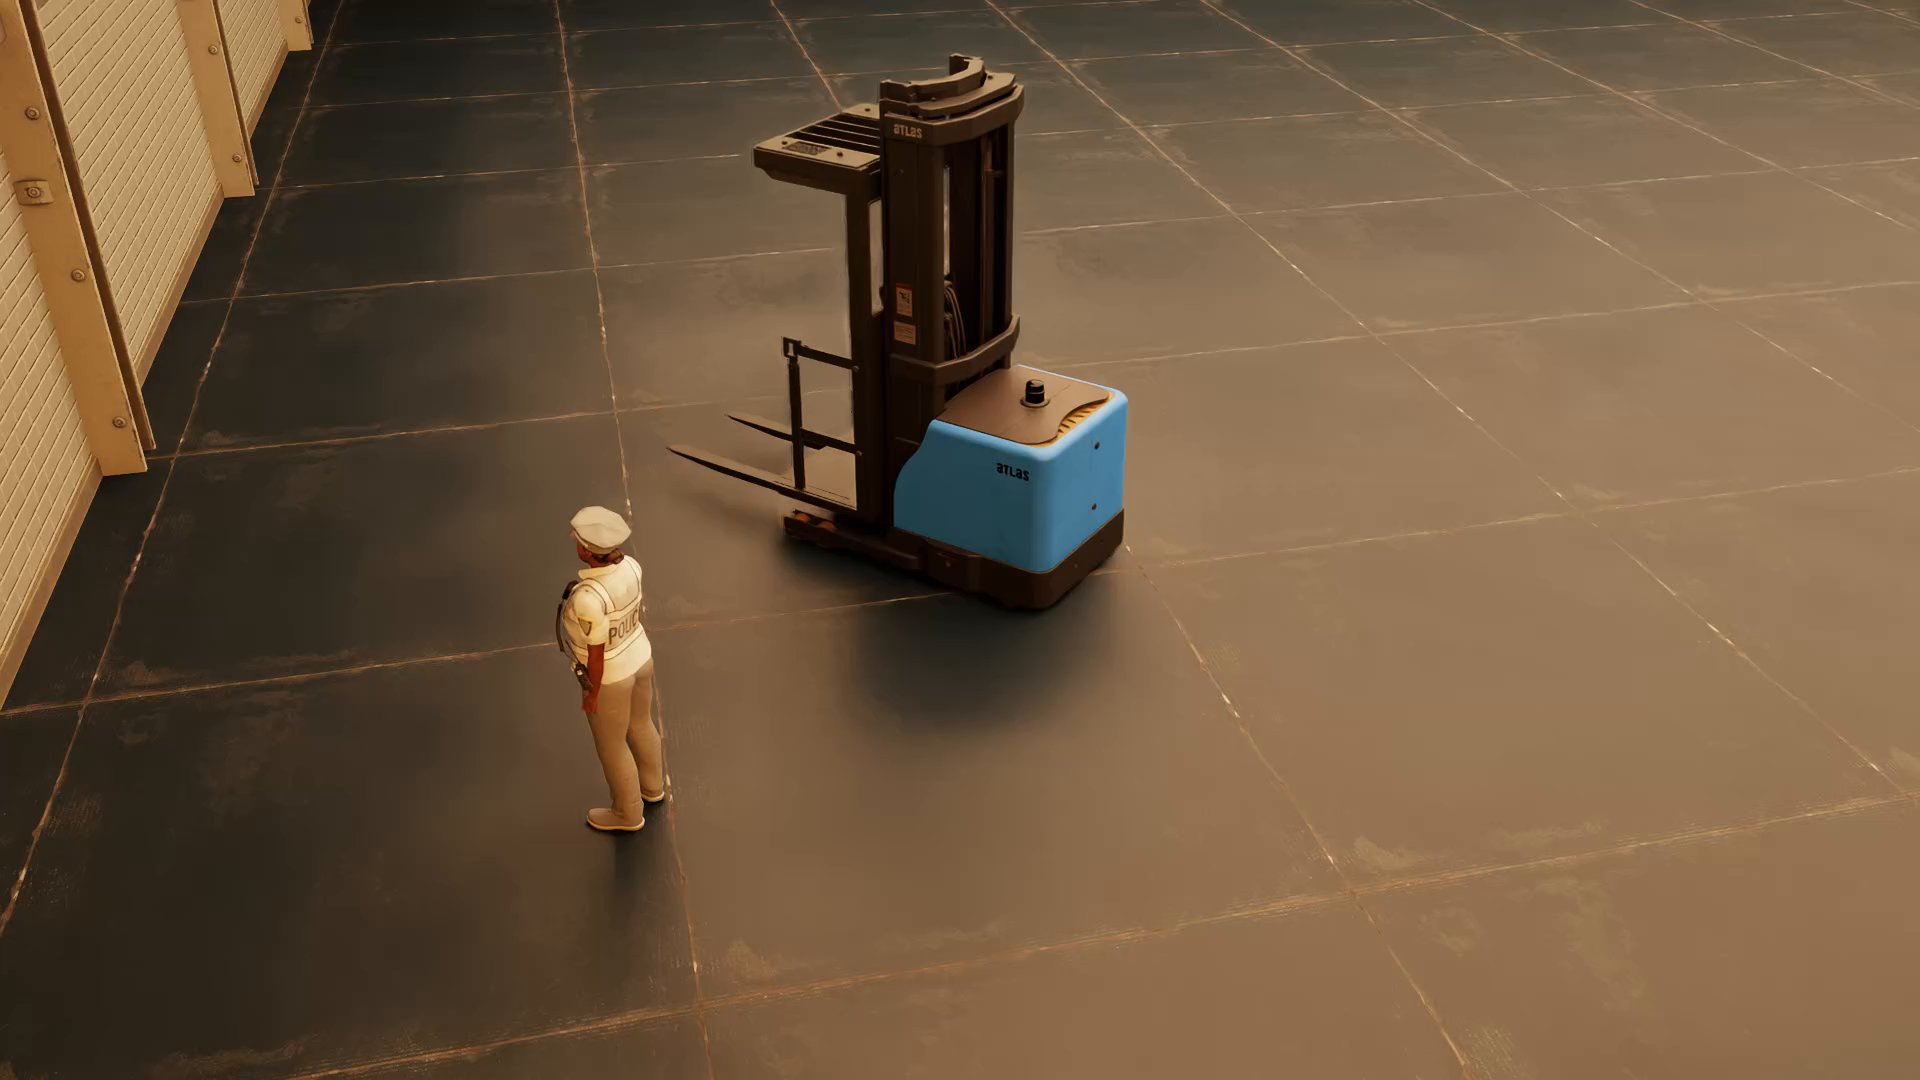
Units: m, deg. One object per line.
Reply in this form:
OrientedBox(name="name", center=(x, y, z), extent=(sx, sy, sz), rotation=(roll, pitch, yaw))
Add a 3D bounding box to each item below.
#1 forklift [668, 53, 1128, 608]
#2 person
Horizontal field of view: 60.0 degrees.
OrientedBox(name="forklift", center=(-0.502, -1.420, 10.027), extent=(3.031, 2.935, 1.130), rotation=(18, 35, 28))
OrientedBox(name="person", center=(-1.627, 0.603, 7.774), extent=(0.352, 1.694, 0.452), rotation=(11, 32, 19))
